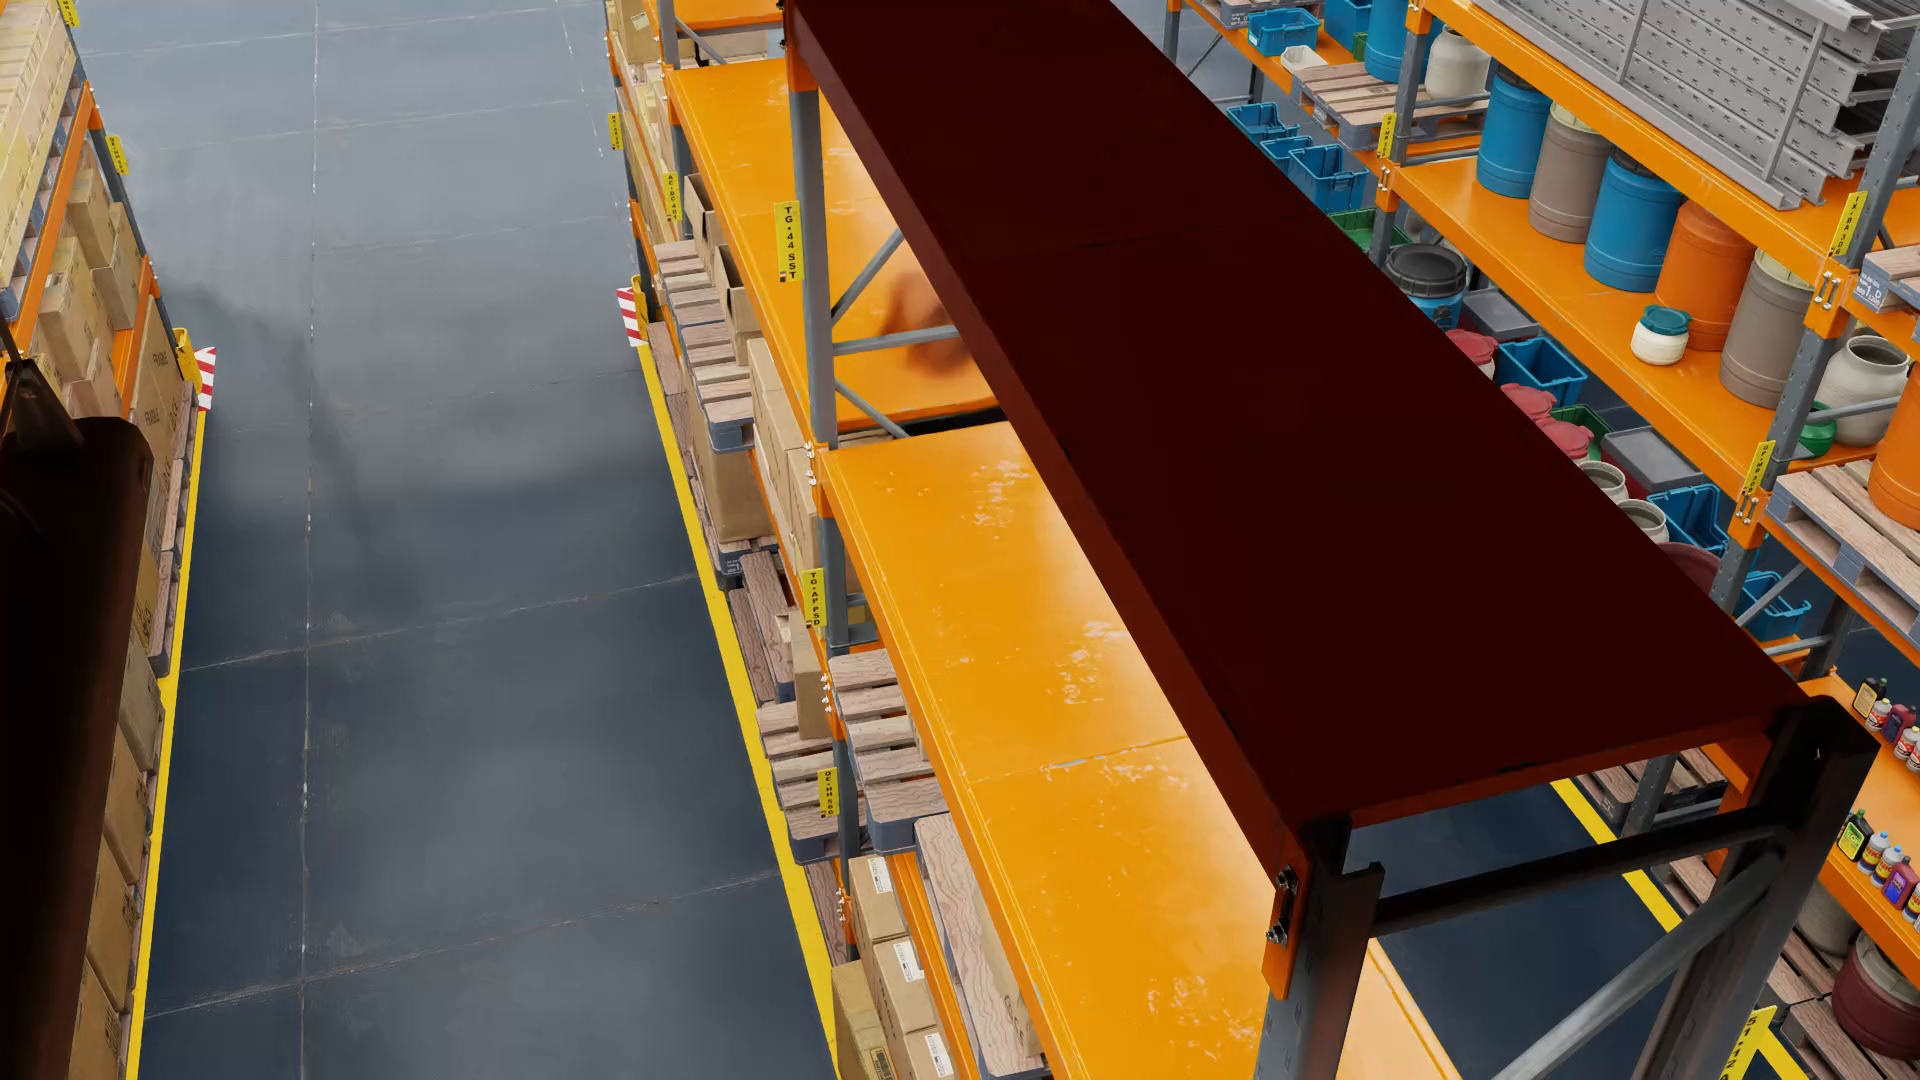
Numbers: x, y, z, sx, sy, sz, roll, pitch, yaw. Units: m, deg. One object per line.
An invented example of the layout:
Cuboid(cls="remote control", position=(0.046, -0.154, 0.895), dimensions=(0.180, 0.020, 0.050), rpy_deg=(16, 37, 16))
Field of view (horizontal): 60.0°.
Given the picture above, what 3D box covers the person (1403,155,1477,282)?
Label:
Cuboid(cls="person", position=(4.412, -3.158, 15.360), dimensions=(0.667, 1.754, 0.983), rpy_deg=(-13, 40, -16))
